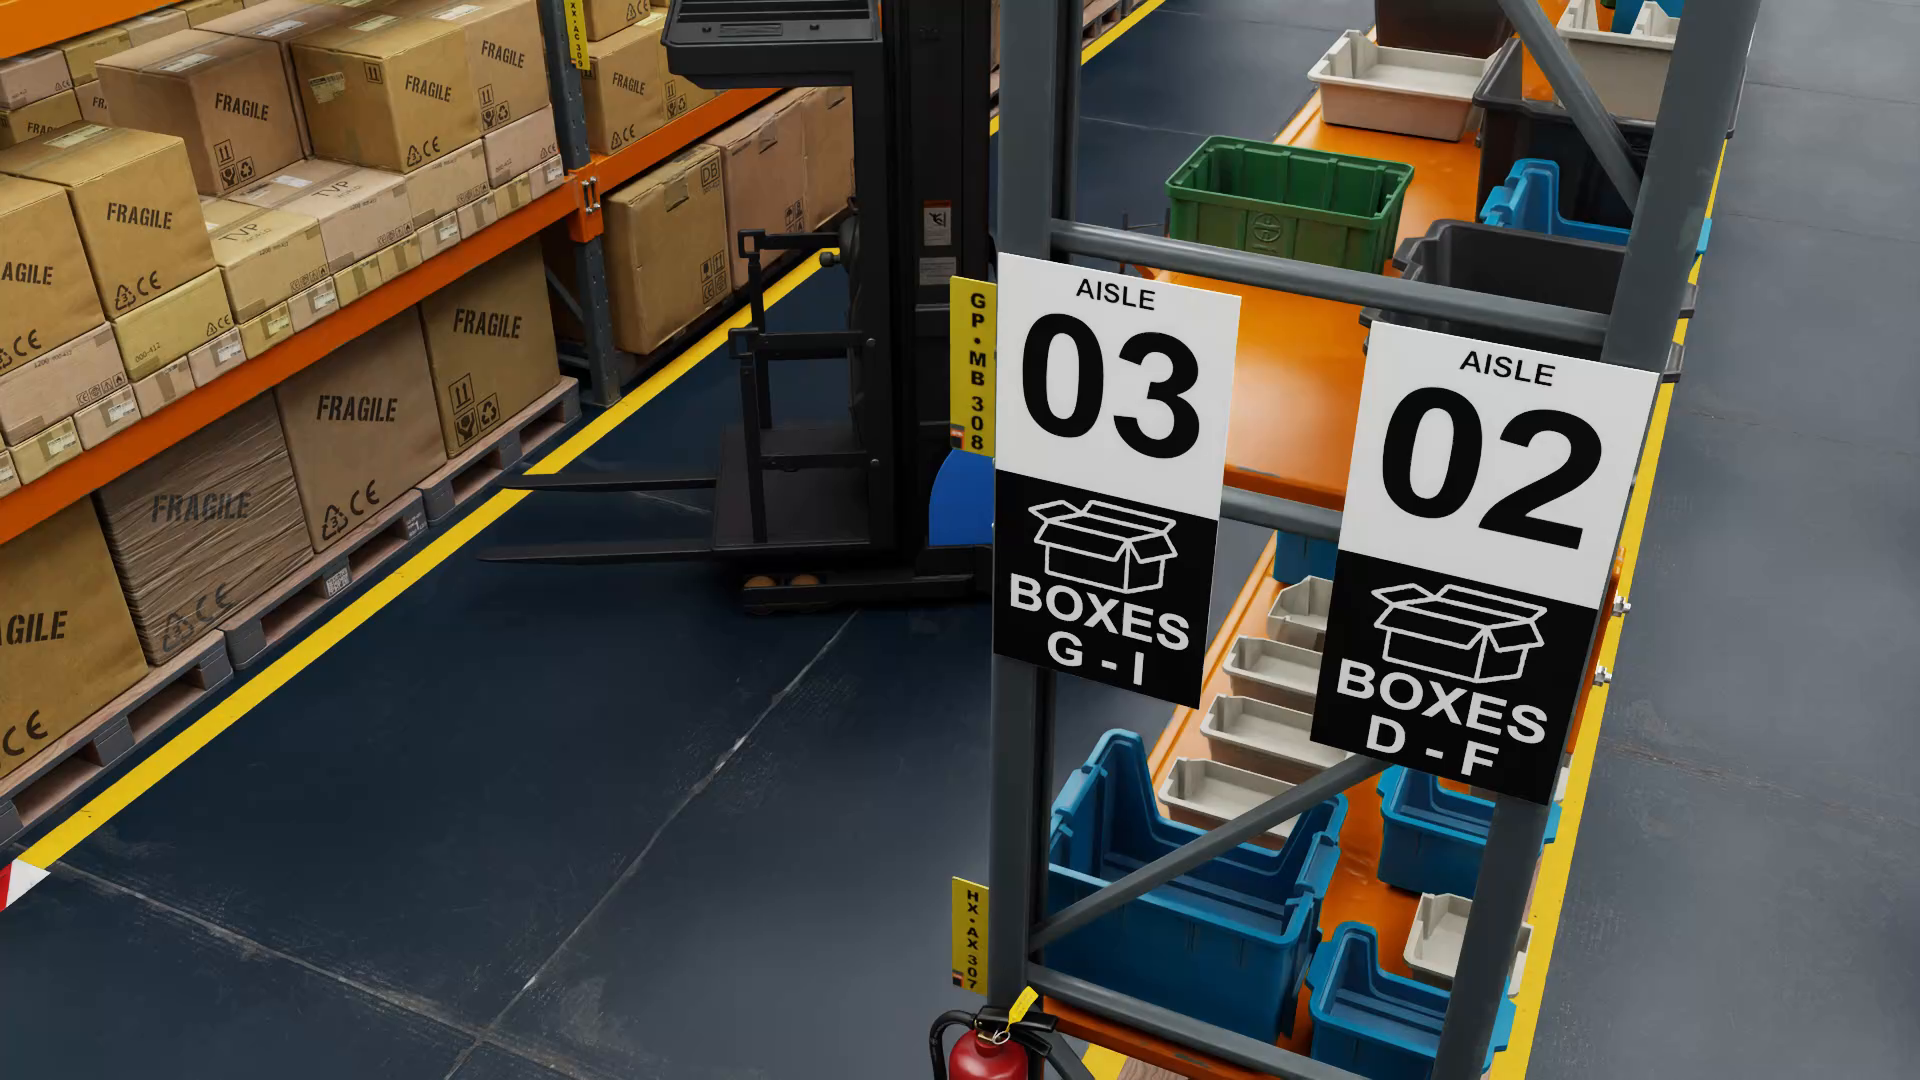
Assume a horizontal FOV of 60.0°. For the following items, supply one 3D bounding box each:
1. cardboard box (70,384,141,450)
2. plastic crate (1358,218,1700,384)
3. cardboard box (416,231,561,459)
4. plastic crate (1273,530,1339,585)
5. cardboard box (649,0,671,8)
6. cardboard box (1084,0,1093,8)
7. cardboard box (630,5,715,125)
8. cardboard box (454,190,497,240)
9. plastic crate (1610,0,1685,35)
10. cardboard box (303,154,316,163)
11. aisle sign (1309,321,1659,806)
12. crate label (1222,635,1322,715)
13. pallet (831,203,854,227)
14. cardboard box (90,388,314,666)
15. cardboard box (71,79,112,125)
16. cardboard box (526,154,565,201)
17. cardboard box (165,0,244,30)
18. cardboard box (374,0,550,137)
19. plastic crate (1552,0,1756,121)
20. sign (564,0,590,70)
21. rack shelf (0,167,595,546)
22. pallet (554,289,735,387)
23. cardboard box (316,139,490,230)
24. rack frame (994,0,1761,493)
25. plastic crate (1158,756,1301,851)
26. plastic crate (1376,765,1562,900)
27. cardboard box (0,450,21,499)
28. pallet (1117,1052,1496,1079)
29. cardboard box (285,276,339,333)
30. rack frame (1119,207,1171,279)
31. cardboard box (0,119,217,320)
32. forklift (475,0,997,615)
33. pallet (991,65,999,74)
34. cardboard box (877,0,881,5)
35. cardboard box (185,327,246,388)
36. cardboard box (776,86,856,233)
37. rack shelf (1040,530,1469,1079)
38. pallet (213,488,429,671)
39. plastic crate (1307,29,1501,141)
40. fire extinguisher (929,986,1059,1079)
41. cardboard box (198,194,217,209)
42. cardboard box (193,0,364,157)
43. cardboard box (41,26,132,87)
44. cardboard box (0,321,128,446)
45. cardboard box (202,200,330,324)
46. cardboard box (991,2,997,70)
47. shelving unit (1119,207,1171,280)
[{"bbox_3d":[-3.193,-0.477,5.972,0.380,0.149,0.250,14,36,20],"label":"cardboard box"},{"bbox_3d":[0.951,-0.287,2.836,0.497,0.269,0.590,14,36,20],"label":"plastic crate"},{"bbox_3d":[-2.638,-1.064,8.193,0.875,0.875,0.875,14,36,20],"label":"cardboard box"},{"bbox_3d":[1.163,0.004,5.106,0.416,0.233,0.300,14,36,20],"label":"plastic crate"},{"bbox_3d":[-1.731,-3.208,8.901,0.797,0.503,0.637,15,36,21],"label":"cardboard box"},{"bbox_3d":[0.782,-4.910,14.381,0.700,0.500,0.500,11,35,17],"label":"cardboard box"},{"bbox_3d":[-1.660,-2.552,8.815,0.500,0.500,0.500,14,36,21],"label":"cardboard box"},{"bbox_3d":[-2.334,-1.500,7.531,0.380,0.149,0.250,14,36,20],"label":"cardboard box"},{"bbox_3d":[2.119,-1.609,4.886,0.416,0.233,0.300,14,36,20],"label":"plastic crate"},{"bbox_3d":[-2.936,-1.729,7.517,0.500,0.250,0.500,14,36,20],"label":"cardboard box"},{"bbox_3d":[0.776,0.058,2.556,0.394,0.787,0.004,14,36,20],"label":"aisle sign"},{"bbox_3d":[0.942,0.393,4.601,0.396,0.136,0.243,14,36,20],"label":"crate label"},{"bbox_3d":[-1.014,-2.538,11.429,1.003,0.211,1.213,14,36,20],"label":"pallet"},{"bbox_3d":[-3.386,-0.173,6.833,0.875,0.875,0.875,14,36,20],"label":"cardboard box"},{"bbox_3d":[-5.982,-2.977,11.452,0.500,0.500,0.500,16,36,23],"label":"cardboard box"},{"bbox_3d":[-2.119,-1.756,7.921,0.380,0.149,0.250,14,36,21],"label":"cardboard box"},{"bbox_3d":[-5.554,-3.808,12.034,0.500,0.250,0.500,15,36,22],"label":"cardboard box"},{"bbox_3d":[-2.238,-2.173,7.510,0.500,0.500,0.500,15,36,22],"label":"cardboard box"},{"bbox_3d":[1.744,-1.197,4.213,0.437,0.282,0.530,14,36,20],"label":"plastic crate"},{"bbox_3d":[-1.784,-2.356,7.746,0.100,0.325,0.005,14,36,20],"label":"sign"},{"bbox_3d":[-3.126,-0.791,6.877,1.077,0.370,4.000,14,36,20],"label":"rack shelf"},{"bbox_3d":[-2.034,-1.323,9.575,1.003,0.211,1.213,14,36,20],"label":"pallet"},{"bbox_3d":[-2.449,-1.611,7.337,0.500,0.250,0.500,15,36,22],"label":"cardboard box"},{"bbox_3d":[0.536,-1.468,1.782,1.000,3.000,0.127,14,36,20],"label":"rack frame"},{"bbox_3d":[0.713,0.678,4.166,0.396,0.136,0.243,14,36,20],"label":"plastic crate"},{"bbox_3d":[1.214,0.710,4.029,0.416,0.233,0.300,14,36,20],"label":"plastic crate"},{"bbox_3d":[-3.408,-0.220,5.579,0.380,0.149,0.250,14,36,20],"label":"cardboard box"},{"bbox_3d":[0.917,1.805,4.805,1.003,0.211,1.213,14,36,20],"label":"pallet"},{"bbox_3d":[-2.764,-0.989,6.752,0.380,0.149,0.250,15,36,21],"label":"cardboard box"},{"bbox_3d":[0.893,-1.079,8.299,0.240,1.200,0.015,-9,34,-14],"label":"rack frame"},{"bbox_3d":[-3.096,-1.156,5.960,0.500,0.500,0.500,13,35,19],"label":"cardboard box"},{"bbox_3d":[-0.622,-1.201,6.908,3.031,2.935,1.130,-2,33,-4],"label":"forklift"},{"bbox_3d":[0.225,-3.908,13.518,1.003,0.211,1.213,14,36,20],"label":"pallet"},{"bbox_3d":[-0.811,-3.572,10.371,0.500,0.500,0.500,14,36,20],"label":"cardboard box"},{"bbox_3d":[-2.978,-0.733,6.361,0.380,0.149,0.250,14,36,20],"label":"cardboard box"},{"bbox_3d":[-1.303,-2.586,10.513,1.225,0.875,0.875,14,36,21],"label":"cardboard box"},{"bbox_3d":[1.373,0.345,5.144,1.077,0.370,4.000,14,36,20],"label":"rack shelf"},{"bbox_3d":[-3.187,0.049,7.483,1.003,0.211,1.213,14,36,20],"label":"pallet"},{"bbox_3d":[1.175,-1.189,4.333,0.437,0.136,0.530,14,36,20],"label":"plastic crate"},{"bbox_3d":[0.060,1.200,3.595,0.296,0.674,0.183,14,36,20],"label":"fire extinguisher"},{"bbox_3d":[-3.361,-1.226,6.749,0.500,0.250,0.500,14,36,21],"label":"cardboard box"},{"bbox_3d":[-2.934,-2.040,7.307,0.500,0.500,0.500,14,36,20],"label":"cardboard box"},{"bbox_3d":[-5.982,-3.293,11.249,0.500,0.250,0.500,15,36,22],"label":"cardboard box"},{"bbox_3d":[-3.305,-0.595,5.787,0.500,0.250,0.500,14,36,20],"label":"cardboard box"},{"bbox_3d":[-2.878,-1.105,6.566,0.500,0.250,0.500,13,36,20],"label":"cardboard box"},{"bbox_3d":[-0.133,-3.836,12.743,0.700,0.500,0.500,11,35,17],"label":"cardboard box"},{"bbox_3d":[0.963,-0.950,8.103,0.258,1.200,0.503,-9,34,-14],"label":"shelving unit"}]
